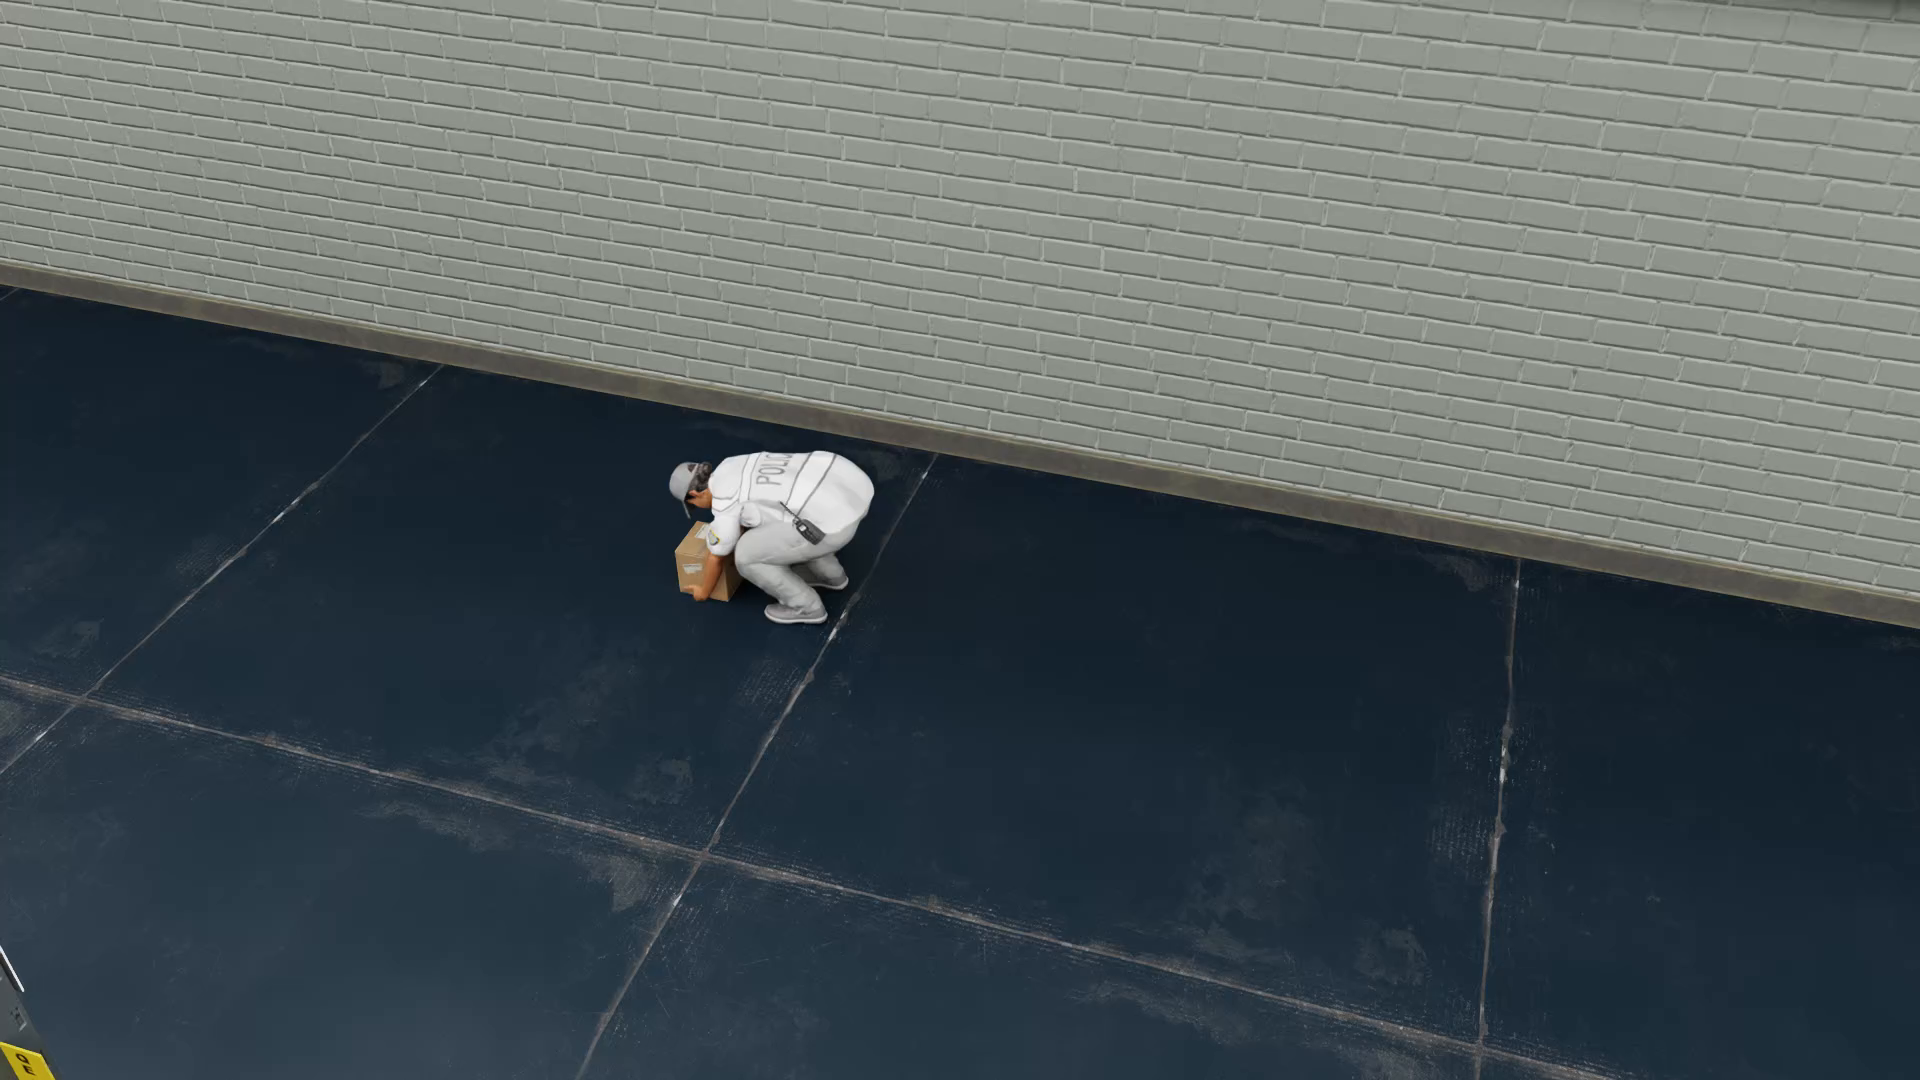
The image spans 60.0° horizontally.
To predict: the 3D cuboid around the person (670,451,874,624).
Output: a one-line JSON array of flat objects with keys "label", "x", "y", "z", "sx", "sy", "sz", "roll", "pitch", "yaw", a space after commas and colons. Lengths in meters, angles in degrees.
[{"label": "person", "x": -0.880, "y": -0.046, "z": 7.691, "sx": 0.921, "sy": 0.797, "sz": 0.514, "roll": 10, "pitch": 38, "yaw": 12}]
